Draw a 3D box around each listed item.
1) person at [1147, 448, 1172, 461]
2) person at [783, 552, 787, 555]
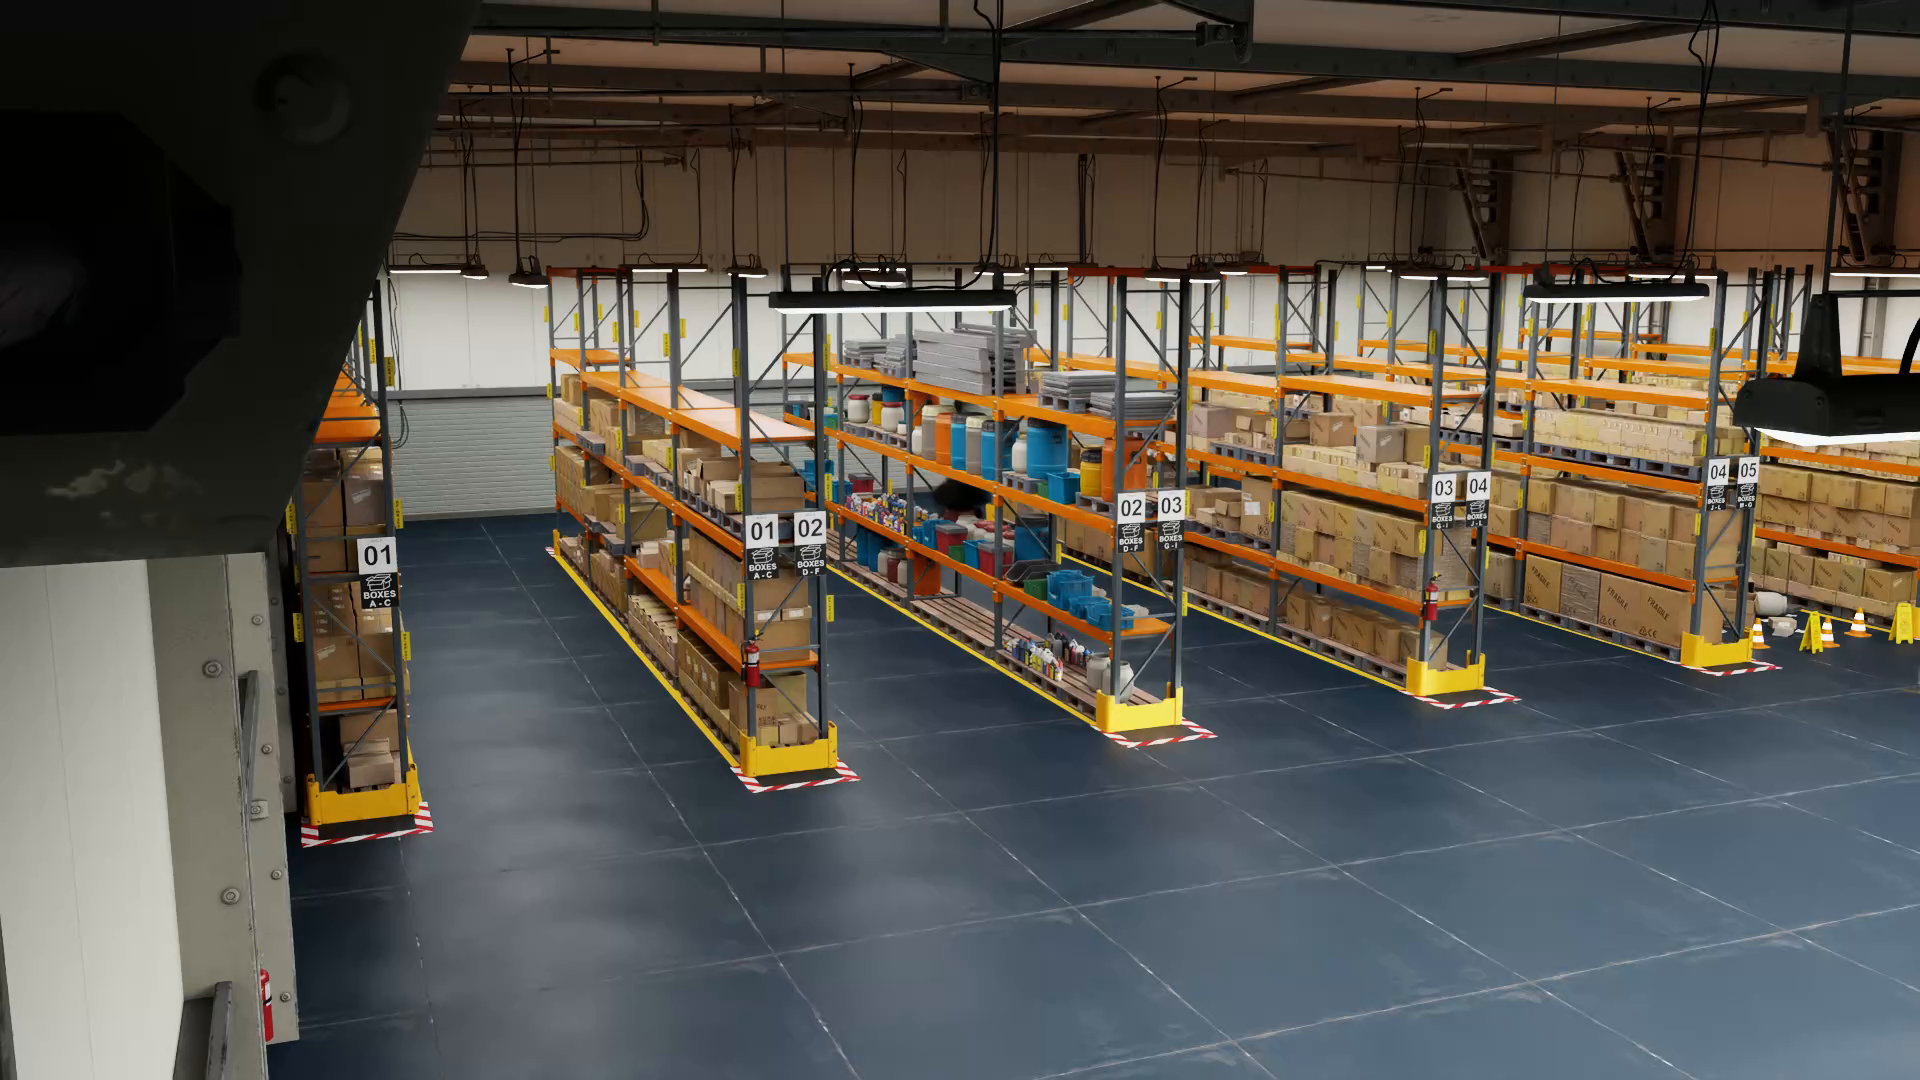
[{"bbox_3d":[4.793,-1.647,41.123,1.030,1.752,0.811,-7,12,-36],"label":"person"},{"bbox_3d":[-3.177,0.223,28.659,0.725,1.801,0.773,-7,12,-36],"label":"person"}]
